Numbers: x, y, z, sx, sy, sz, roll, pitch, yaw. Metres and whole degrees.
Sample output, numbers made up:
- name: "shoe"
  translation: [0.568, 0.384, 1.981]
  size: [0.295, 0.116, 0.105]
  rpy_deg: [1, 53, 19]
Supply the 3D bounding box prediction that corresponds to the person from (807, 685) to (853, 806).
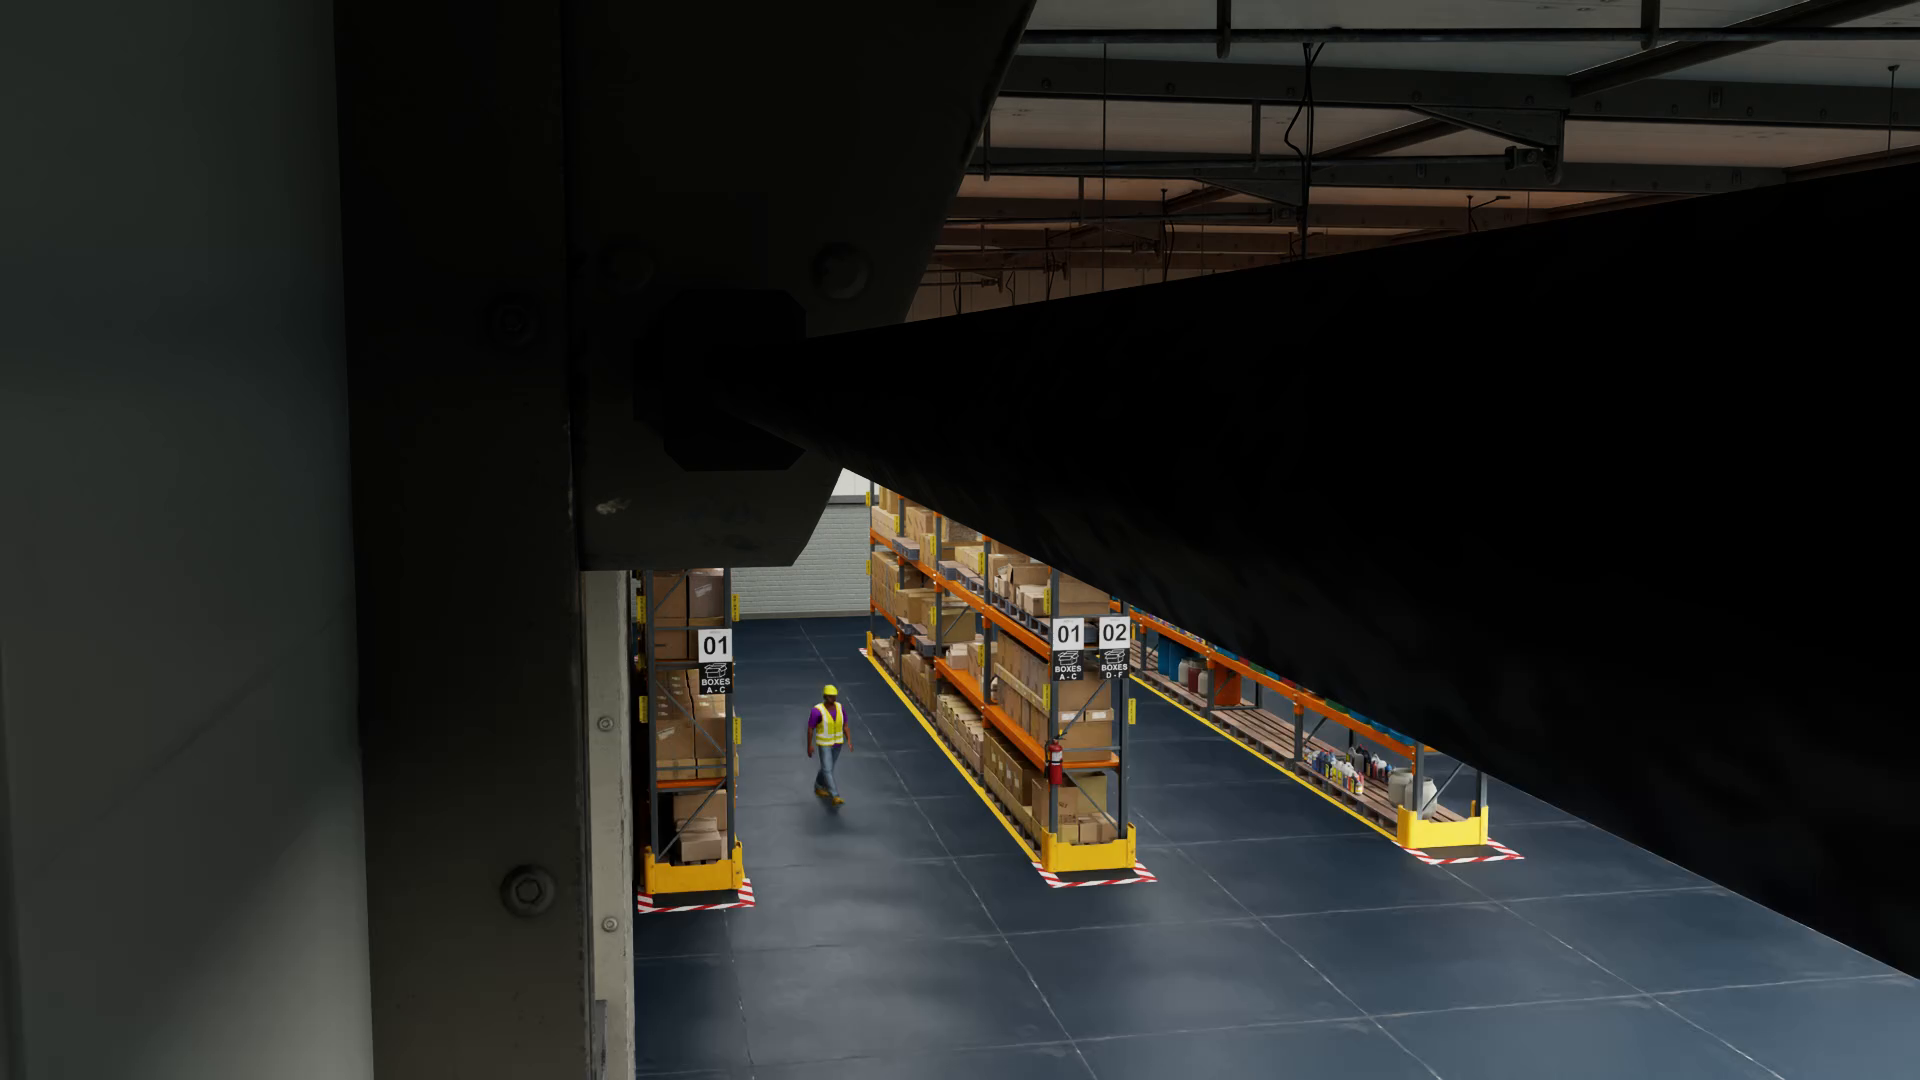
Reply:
- name: "person"
  translation: [-1.839, 2.945, 24.042]
  size: [0.590, 1.699, 1.082]
  rpy_deg: [-5, 8, -41]
